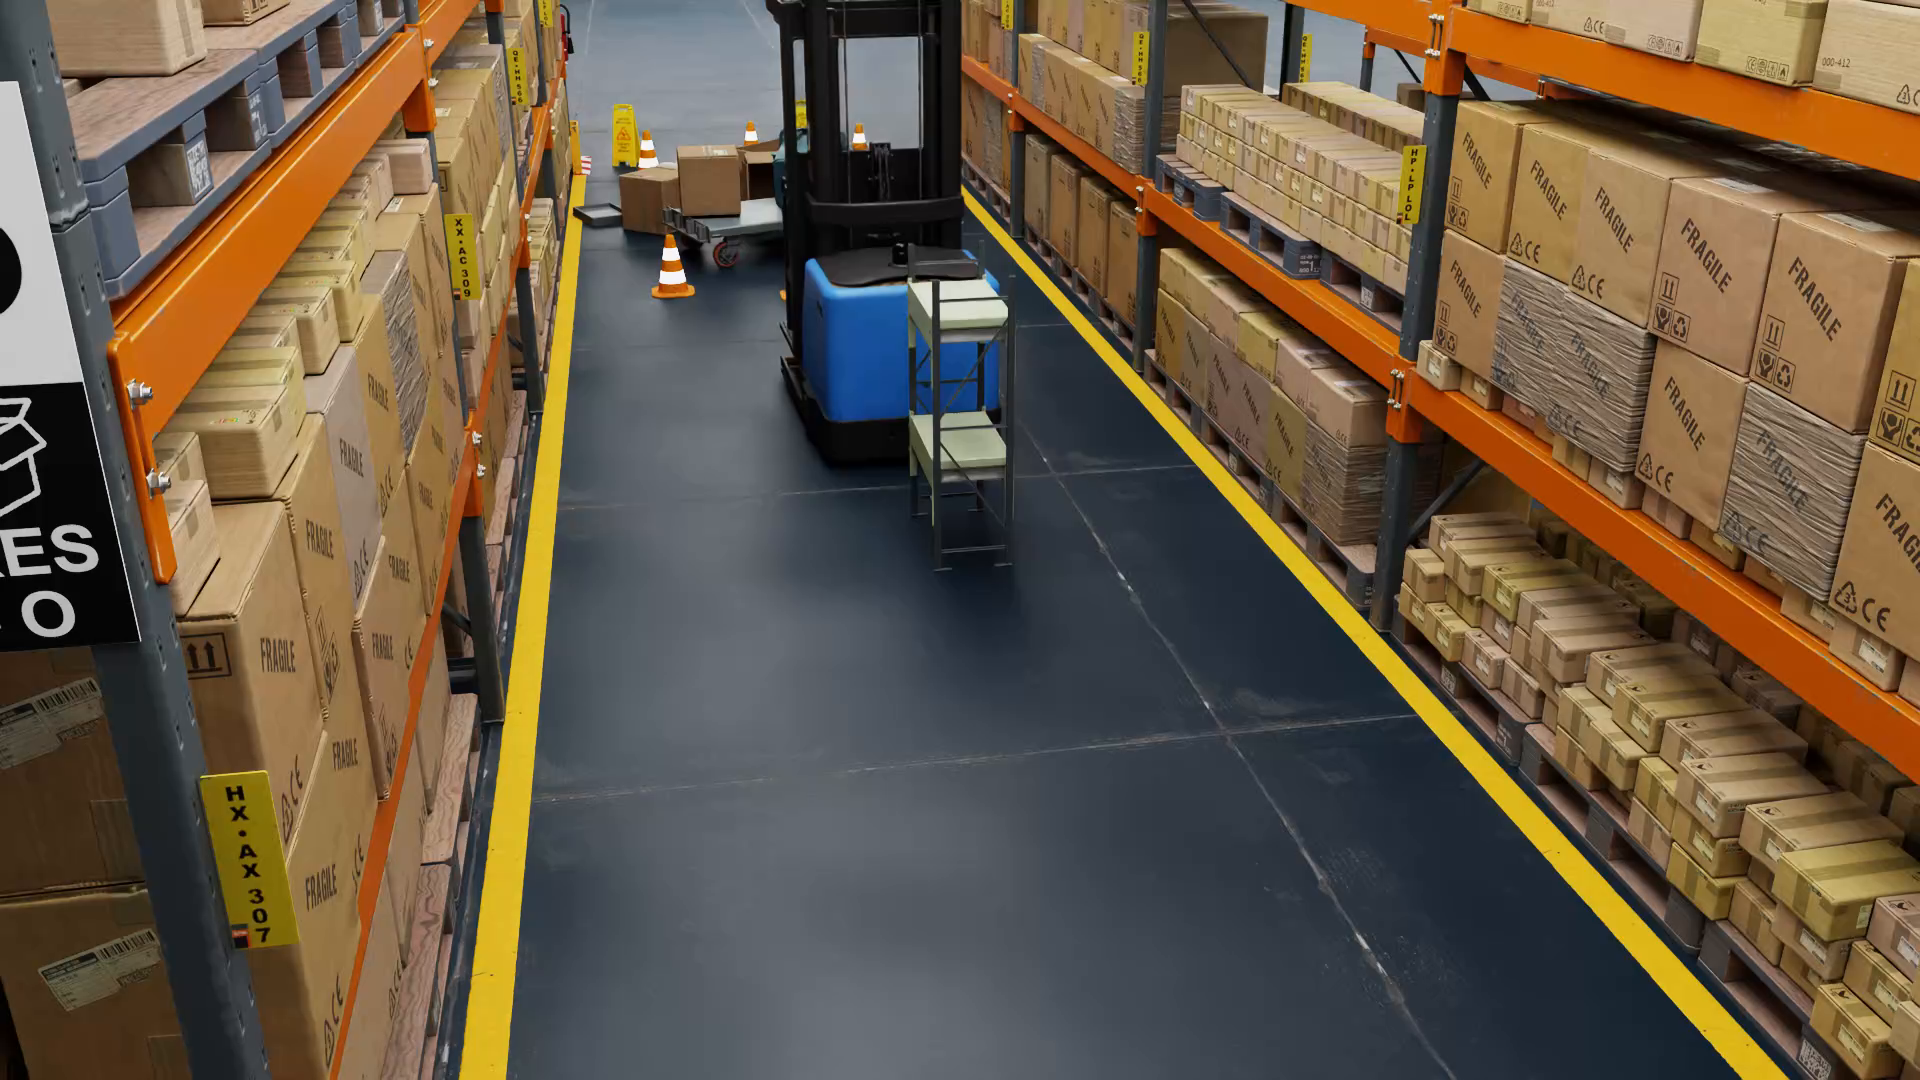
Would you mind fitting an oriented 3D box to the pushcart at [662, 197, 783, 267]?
[{"bbox_3d":[-1.663,-2.722,14.512,1.648,0.377,0.936,-13,27,-28],"label":"pushcart"}]

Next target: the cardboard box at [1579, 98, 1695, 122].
[{"bbox_3d":[2.783,-1.471,6.623,0.500,0.500,0.500,-5,24,-12],"label":"cardboard box"}]

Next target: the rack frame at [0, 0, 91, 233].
[{"bbox_3d":[-1.676,-1.765,1.548,1.000,3.000,0.127,-4,24,-10],"label":"rack frame"}]

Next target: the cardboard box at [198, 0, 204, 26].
[{"bbox_3d":[-1.903,-1.180,3.418,0.500,0.311,0.500,-4,24,-9],"label":"cardboard box"}]

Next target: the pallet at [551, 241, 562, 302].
[{"bbox_3d":[-3.749,-2.152,13.413,1.003,0.211,1.213,-4,24,-10],"label":"pallet"}]

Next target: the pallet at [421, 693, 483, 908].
[{"bbox_3d":[-2.352,0.994,6.211,1.003,0.211,1.213,-4,24,-10],"label":"pallet"}]

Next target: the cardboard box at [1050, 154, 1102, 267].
[{"bbox_3d":[1.329,-2.686,13.439,1.050,0.750,0.750,-4,24,-10],"label":"cardboard box"}]

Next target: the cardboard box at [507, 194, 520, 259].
[{"bbox_3d":[-2.696,-1.714,9.114,0.500,0.250,0.500,-4,24,-9],"label":"cardboard box"}]

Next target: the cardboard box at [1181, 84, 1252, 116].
[{"bbox_3d":[1.587,-2.721,10.277,0.380,0.149,0.250,-4,24,-10],"label":"cardboard box"}]

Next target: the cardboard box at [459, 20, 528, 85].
[{"bbox_3d":[-3.304,-3.341,11.631,0.500,0.500,0.500,-5,24,-12],"label":"cardboard box"}]

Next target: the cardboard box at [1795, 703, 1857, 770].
[{"bbox_3d":[3.144,0.672,5.757,0.380,0.149,0.250,-4,24,-9],"label":"cardboard box"}]

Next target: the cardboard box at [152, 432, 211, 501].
[{"bbox_3d":[-1.588,-0.075,2.989,0.380,0.149,0.250,-4,24,-8],"label":"cardboard box"}]

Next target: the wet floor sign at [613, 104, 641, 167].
[{"bbox_3d":[-3.618,-4.384,17.982,0.267,0.644,0.232,4,24,9],"label":"wet floor sign"}]

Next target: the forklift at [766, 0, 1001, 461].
[{"bbox_3d":[-0.587,-2.362,10.496,1.130,2.935,3.031,-5,24,-12],"label":"forklift"}]

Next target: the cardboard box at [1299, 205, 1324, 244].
[{"bbox_3d":[1.967,-1.622,8.505,0.380,0.149,0.250,-5,24,-12],"label":"cardboard box"}]

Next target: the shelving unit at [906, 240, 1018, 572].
[{"bbox_3d":[-0.001,-0.690,8.456,0.431,1.500,0.755,-4,24,-10],"label":"shelving unit"}]

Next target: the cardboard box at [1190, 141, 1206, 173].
[{"bbox_3d":[1.625,-2.349,10.171,0.380,0.149,0.250,-3,24,-7],"label":"cardboard box"}]

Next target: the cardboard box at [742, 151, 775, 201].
[{"bbox_3d":[-1.640,-3.356,15.637,0.797,0.637,0.503,-4,24,-10],"label":"cardboard box"}]

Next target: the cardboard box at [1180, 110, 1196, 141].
[{"bbox_3d":[1.583,-2.577,10.321,0.380,0.149,0.250,-3,24,-7],"label":"cardboard box"}]

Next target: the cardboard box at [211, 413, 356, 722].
[{"bbox_3d":[-1.587,0.068,3.473,0.500,0.500,0.500,-5,24,-11],"label":"cardboard box"}]

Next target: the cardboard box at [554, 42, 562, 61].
[{"bbox_3d":[-4.095,-4.770,16.237,0.380,0.149,0.250,-4,24,-9],"label":"cardboard box"}]

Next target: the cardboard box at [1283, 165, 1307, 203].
[{"bbox_3d":[1.916,-1.869,8.699,0.380,0.149,0.250,-4,24,-10],"label":"cardboard box"}]

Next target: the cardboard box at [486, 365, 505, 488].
[{"bbox_3d":[-2.948,-0.752,8.854,0.875,0.875,0.875,-4,24,-9],"label":"cardboard box"}]

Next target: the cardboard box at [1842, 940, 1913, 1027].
[{"bbox_3d":[2.797,1.263,4.777,0.380,0.149,0.250,-5,24,-11],"label":"cardboard box"}]

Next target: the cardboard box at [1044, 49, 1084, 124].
[{"bbox_3d":[0.968,-3.565,13.041,0.500,0.500,0.500,-4,24,-10],"label":"cardboard box"}]

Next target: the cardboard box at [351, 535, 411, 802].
[{"bbox_3d":[-1.680,0.330,4.121,0.500,0.500,0.500,-4,24,-10],"label":"cardboard box"}]

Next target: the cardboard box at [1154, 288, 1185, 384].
[{"bbox_3d":[1.571,-1.318,10.619,0.500,0.500,0.500,-5,24,-12],"label":"cardboard box"}]

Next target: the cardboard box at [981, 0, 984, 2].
[{"bbox_3d":[0.630,-5.491,16.039,0.875,0.550,0.500,-4,24,-10],"label":"cardboard box"}]

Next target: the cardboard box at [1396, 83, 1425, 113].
[{"bbox_3d":[5.204,-4.843,18.688,0.500,0.500,0.500,0,24,0],"label":"cardboard box"}]

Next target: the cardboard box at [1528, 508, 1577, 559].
[{"bbox_3d":[2.752,-0.033,7.372,0.380,0.149,0.250,-4,24,-8],"label":"cardboard box"}]

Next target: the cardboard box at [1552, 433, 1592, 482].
[{"bbox_3d":[2.410,-0.336,6.085,0.380,0.149,0.250,-4,24,-9],"label":"cardboard box"}]

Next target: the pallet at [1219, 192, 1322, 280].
[{"bbox_3d":[2.097,-1.705,9.146,1.003,0.211,1.213,-4,24,-10],"label":"pallet"}]

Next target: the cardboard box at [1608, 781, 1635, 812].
[{"bbox_3d":[2.586,0.891,6.000,0.380,0.149,0.250,-4,24,-8],"label":"cardboard box"}]

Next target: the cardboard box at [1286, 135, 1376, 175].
[{"bbox_3d":[1.924,-2.001,8.630,0.380,0.149,0.250,-5,24,-12],"label":"cardboard box"}]

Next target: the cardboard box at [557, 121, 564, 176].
[{"bbox_3d":[-3.849,-3.473,14.929,0.500,0.500,0.500,-3,24,-8],"label":"cardboard box"}]

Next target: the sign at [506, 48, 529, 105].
[{"bbox_3d":[-2.610,-2.735,9.819,0.100,0.325,0.005,-4,24,-10],"label":"sign"}]

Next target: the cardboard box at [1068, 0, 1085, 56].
[{"bbox_3d":[1.239,-4.050,12.901,0.700,0.500,0.500,-4,24,-9],"label":"cardboard box"}]

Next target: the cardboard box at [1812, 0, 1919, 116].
[{"bbox_3d":[2.646,-1.283,4.380,0.500,0.250,0.500,-3,24,-7],"label":"cardboard box"}]

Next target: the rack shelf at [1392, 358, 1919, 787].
[{"bbox_3d":[2.800,0.121,5.623,1.077,0.370,4.000,-4,24,-10],"label":"rack shelf"}]

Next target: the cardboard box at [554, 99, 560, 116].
[{"bbox_3d":[-3.852,-3.922,15.146,0.380,0.149,0.250,-3,24,-7],"label":"cardboard box"}]

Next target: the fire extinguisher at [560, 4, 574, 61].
[{"bbox_3d":[-4.203,-5.353,17.355,0.296,0.674,0.183,-4,24,-10],"label":"fire extinguisher"}]

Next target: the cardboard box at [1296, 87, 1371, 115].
[{"bbox_3d":[2.276,-2.661,10.140,0.380,0.149,0.250,-5,24,-10],"label":"cardboard box"}]

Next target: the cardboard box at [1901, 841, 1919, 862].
[{"bbox_3d":[3.257,1.020,5.332,0.380,0.149,0.250,-4,24,-8],"label":"cardboard box"}]

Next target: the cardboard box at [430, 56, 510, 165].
[{"bbox_3d":[-2.699,-2.281,8.851,0.500,0.500,0.500,-4,24,-9],"label":"cardboard box"}]

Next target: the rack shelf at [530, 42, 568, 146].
[{"bbox_3d":[-4.265,-4.193,15.501,1.077,0.370,4.000,-4,24,-10],"label":"rack shelf"}]

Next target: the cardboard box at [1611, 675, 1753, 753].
[{"bbox_3d":[2.554,0.614,5.891,0.380,0.149,0.250,-4,24,-9],"label":"cardboard box"}]

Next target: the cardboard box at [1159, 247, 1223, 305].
[{"bbox_3d":[1.580,-1.670,10.487,0.500,0.250,0.500,-5,24,-12],"label":"cardboard box"}]

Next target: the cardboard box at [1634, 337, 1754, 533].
[{"bbox_3d":[2.559,-0.360,5.330,0.500,0.500,0.500,-3,24,-7],"label":"cardboard box"}]

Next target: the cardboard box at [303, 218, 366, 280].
[{"bbox_3d":[-1.871,-0.785,4.615,0.380,0.149,0.250,-5,24,-11],"label":"cardboard box"}]

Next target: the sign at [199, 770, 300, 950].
[{"bbox_3d":[-1.129,0.513,2.648,0.100,0.325,0.005,-4,24,-10],"label":"sign"}]

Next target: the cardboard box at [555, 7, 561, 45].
[{"bbox_3d":[-4.175,-5.101,16.185,0.500,0.500,0.500,-4,24,-10],"label":"cardboard box"}]

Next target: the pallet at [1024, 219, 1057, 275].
[{"bbox_3d":[1.168,-2.566,14.361,1.003,0.211,1.213,-4,24,-10],"label":"pallet"}]

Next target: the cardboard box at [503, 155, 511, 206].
[{"bbox_3d":[-2.717,-1.950,9.029,0.500,0.250,0.500,-5,24,-11],"label":"cardboard box"}]

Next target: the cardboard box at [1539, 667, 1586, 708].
[{"bbox_3d":[2.473,0.551,6.406,0.380,0.149,0.250,-3,24,-7],"label":"cardboard box"}]

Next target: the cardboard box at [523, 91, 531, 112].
[{"bbox_3d":[-3.354,-3.229,12.184,0.380,0.149,0.250,-4,24,-10],"label":"cardboard box"}]

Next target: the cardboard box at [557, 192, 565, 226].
[{"bbox_3d":[-3.738,-2.920,14.599,0.500,0.250,0.500,-5,24,-12],"label":"cardboard box"}]

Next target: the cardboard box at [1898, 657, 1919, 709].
[{"bbox_3d":[2.762,0.388,4.428,0.380,0.149,0.250,-5,24,-10],"label":"cardboard box"}]
